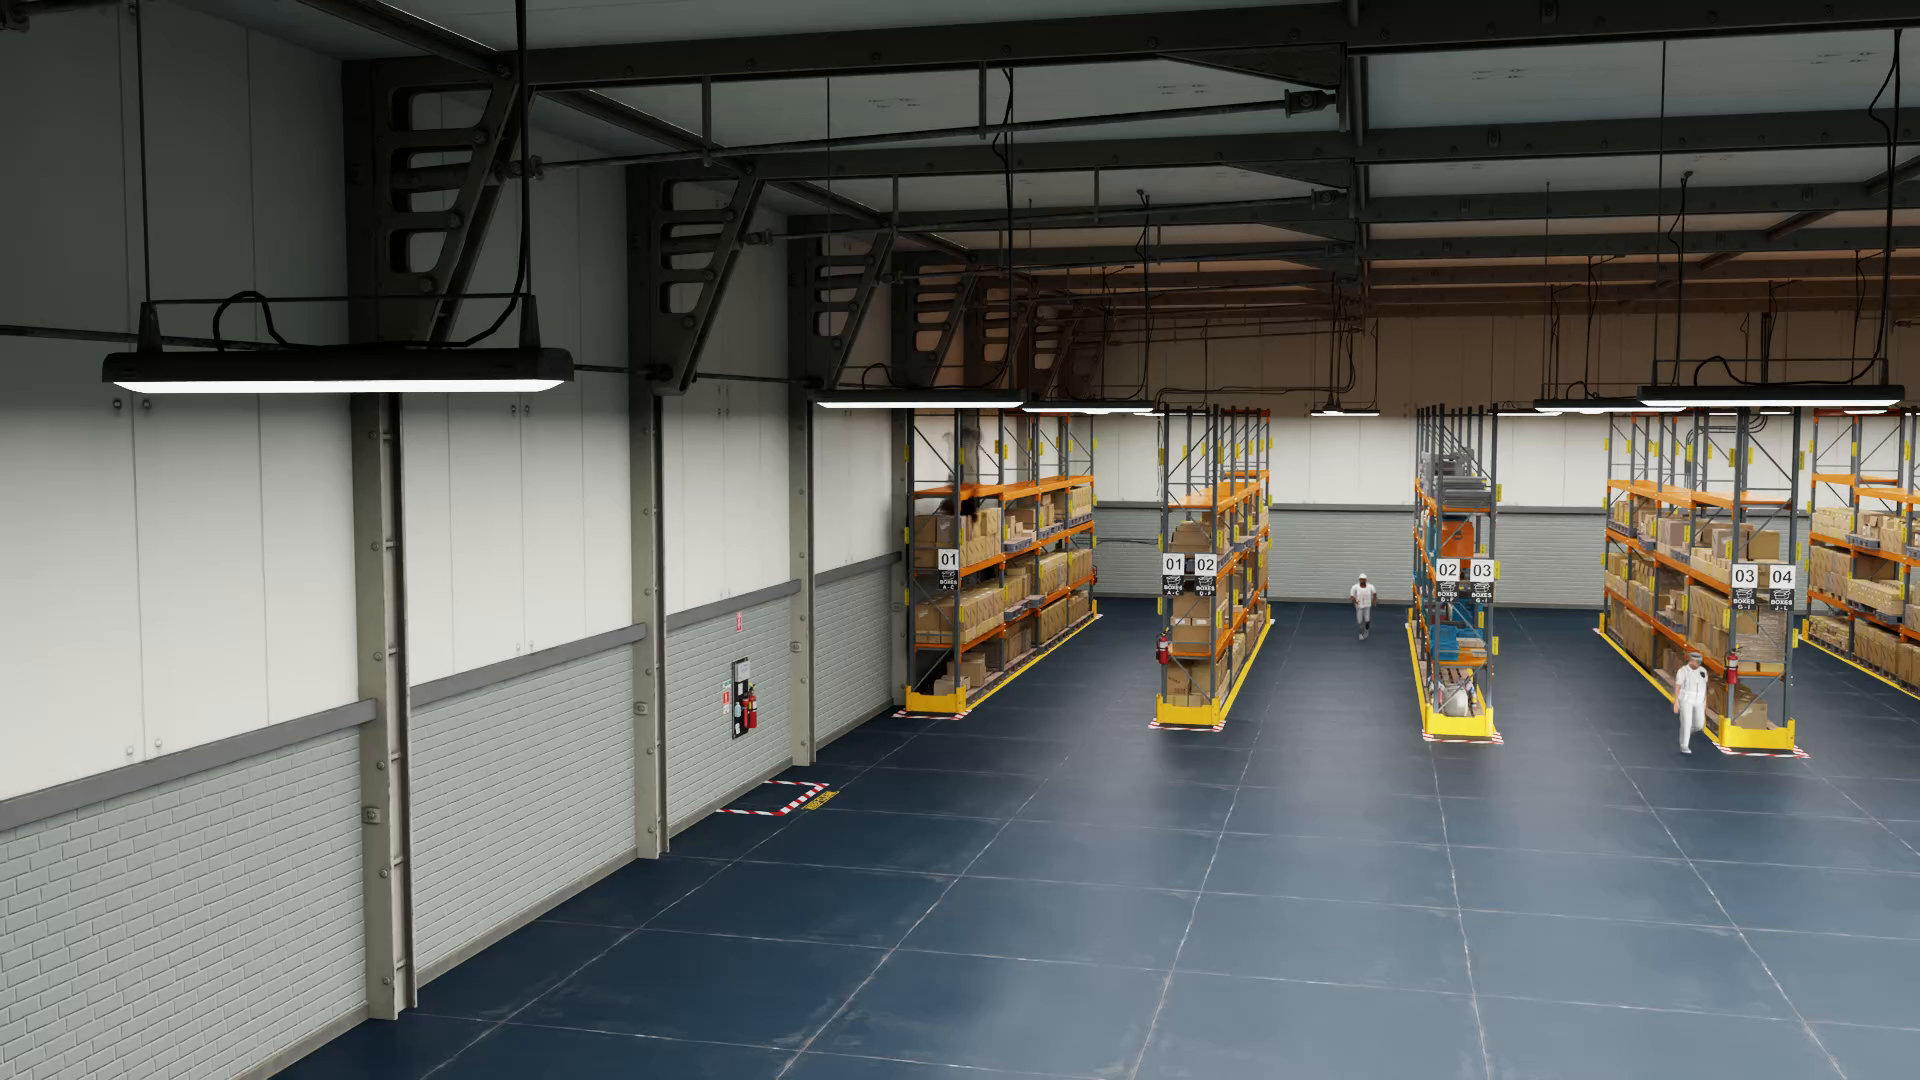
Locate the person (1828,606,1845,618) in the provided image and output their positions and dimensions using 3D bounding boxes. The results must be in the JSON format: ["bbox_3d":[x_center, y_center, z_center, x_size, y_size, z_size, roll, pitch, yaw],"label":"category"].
[{"bbox_3d":[23.370,1.692,44.221,0.674,1.634,0.500,-3,5,-38],"label":"person"}]

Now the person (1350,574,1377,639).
[{"bbox_3d":[10.412,1.726,42.914,0.682,1.716,0.701,1,4,11],"label":"person"}]

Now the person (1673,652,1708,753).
[{"bbox_3d":[12.523,2.764,28.562,0.628,1.708,0.669,0,4,-4],"label":"person"}]
